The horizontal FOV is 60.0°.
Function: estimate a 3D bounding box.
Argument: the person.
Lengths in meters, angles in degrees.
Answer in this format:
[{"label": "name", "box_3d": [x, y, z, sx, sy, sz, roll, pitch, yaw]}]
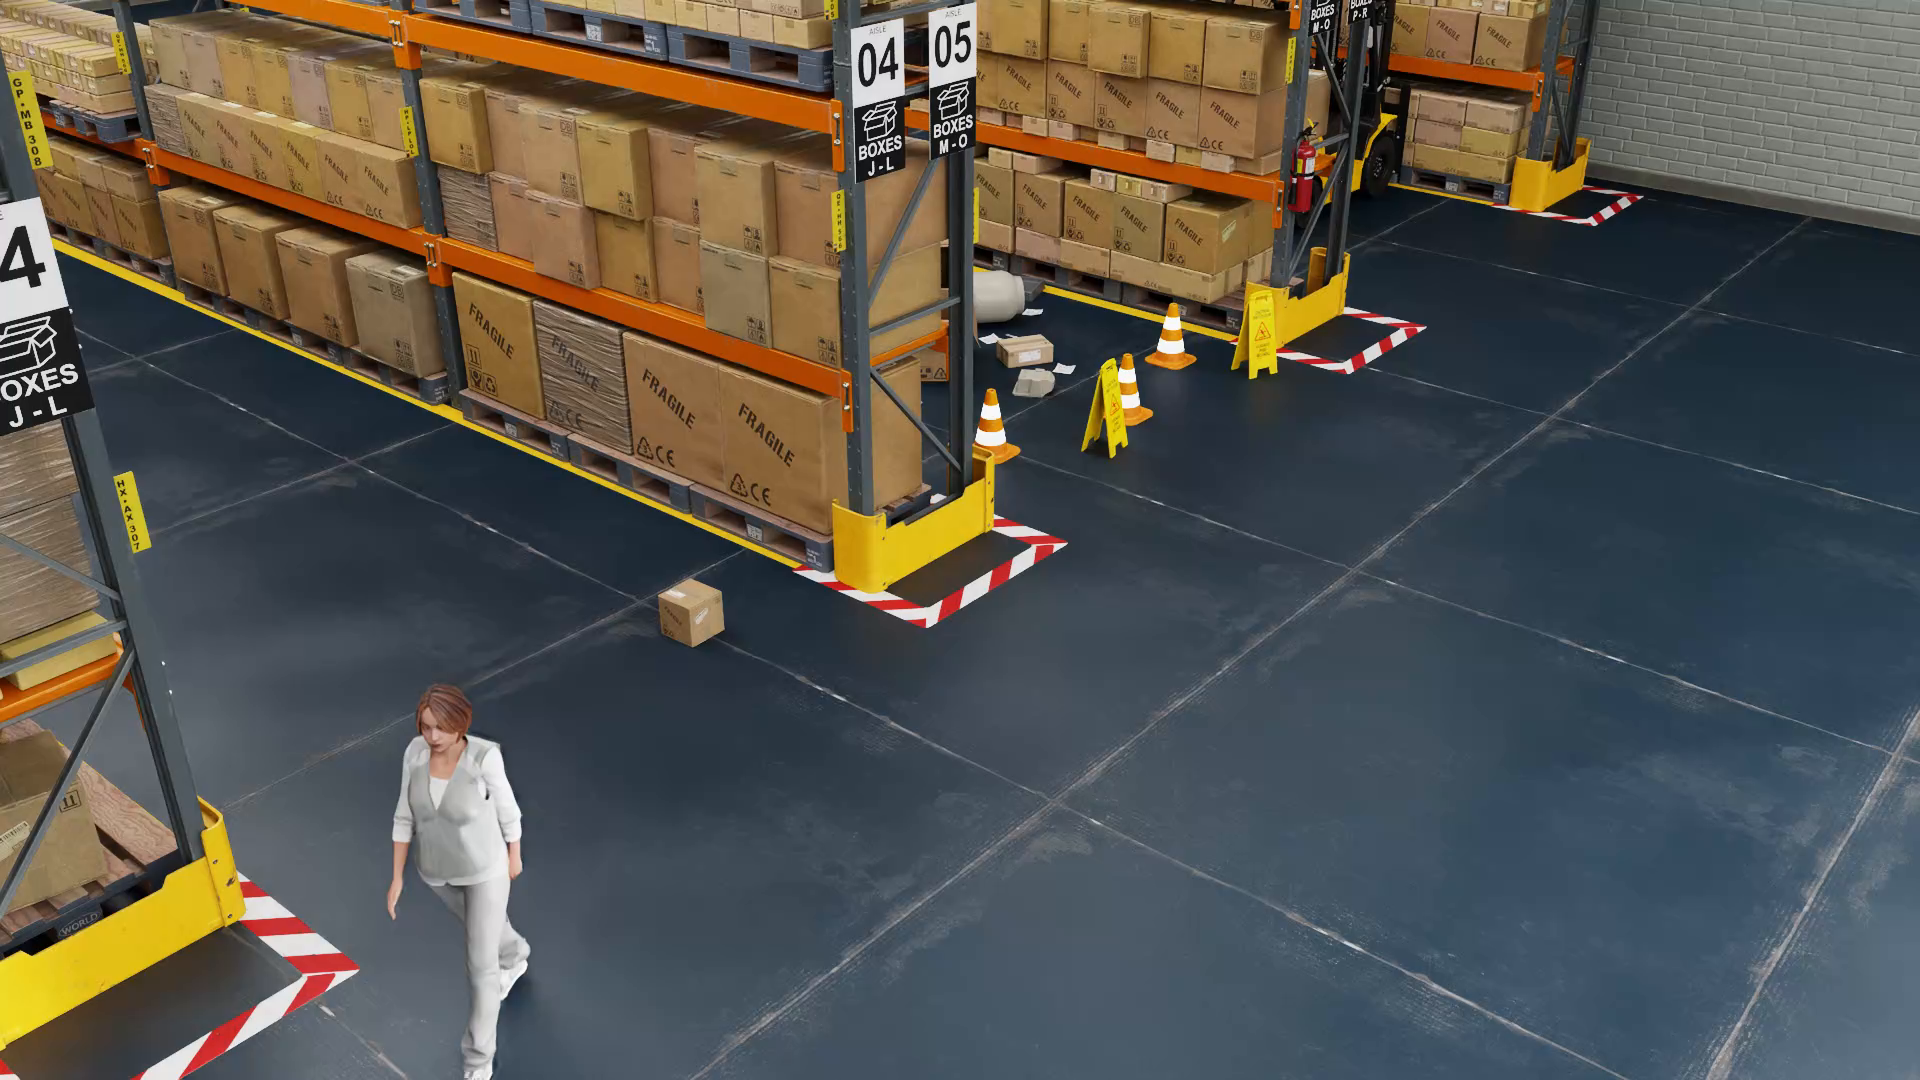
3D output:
[{"label": "person", "box_3d": [-1.896, 1.269, 6.186, 0.426, 1.557, 0.850, 6, 28, 11]}]
